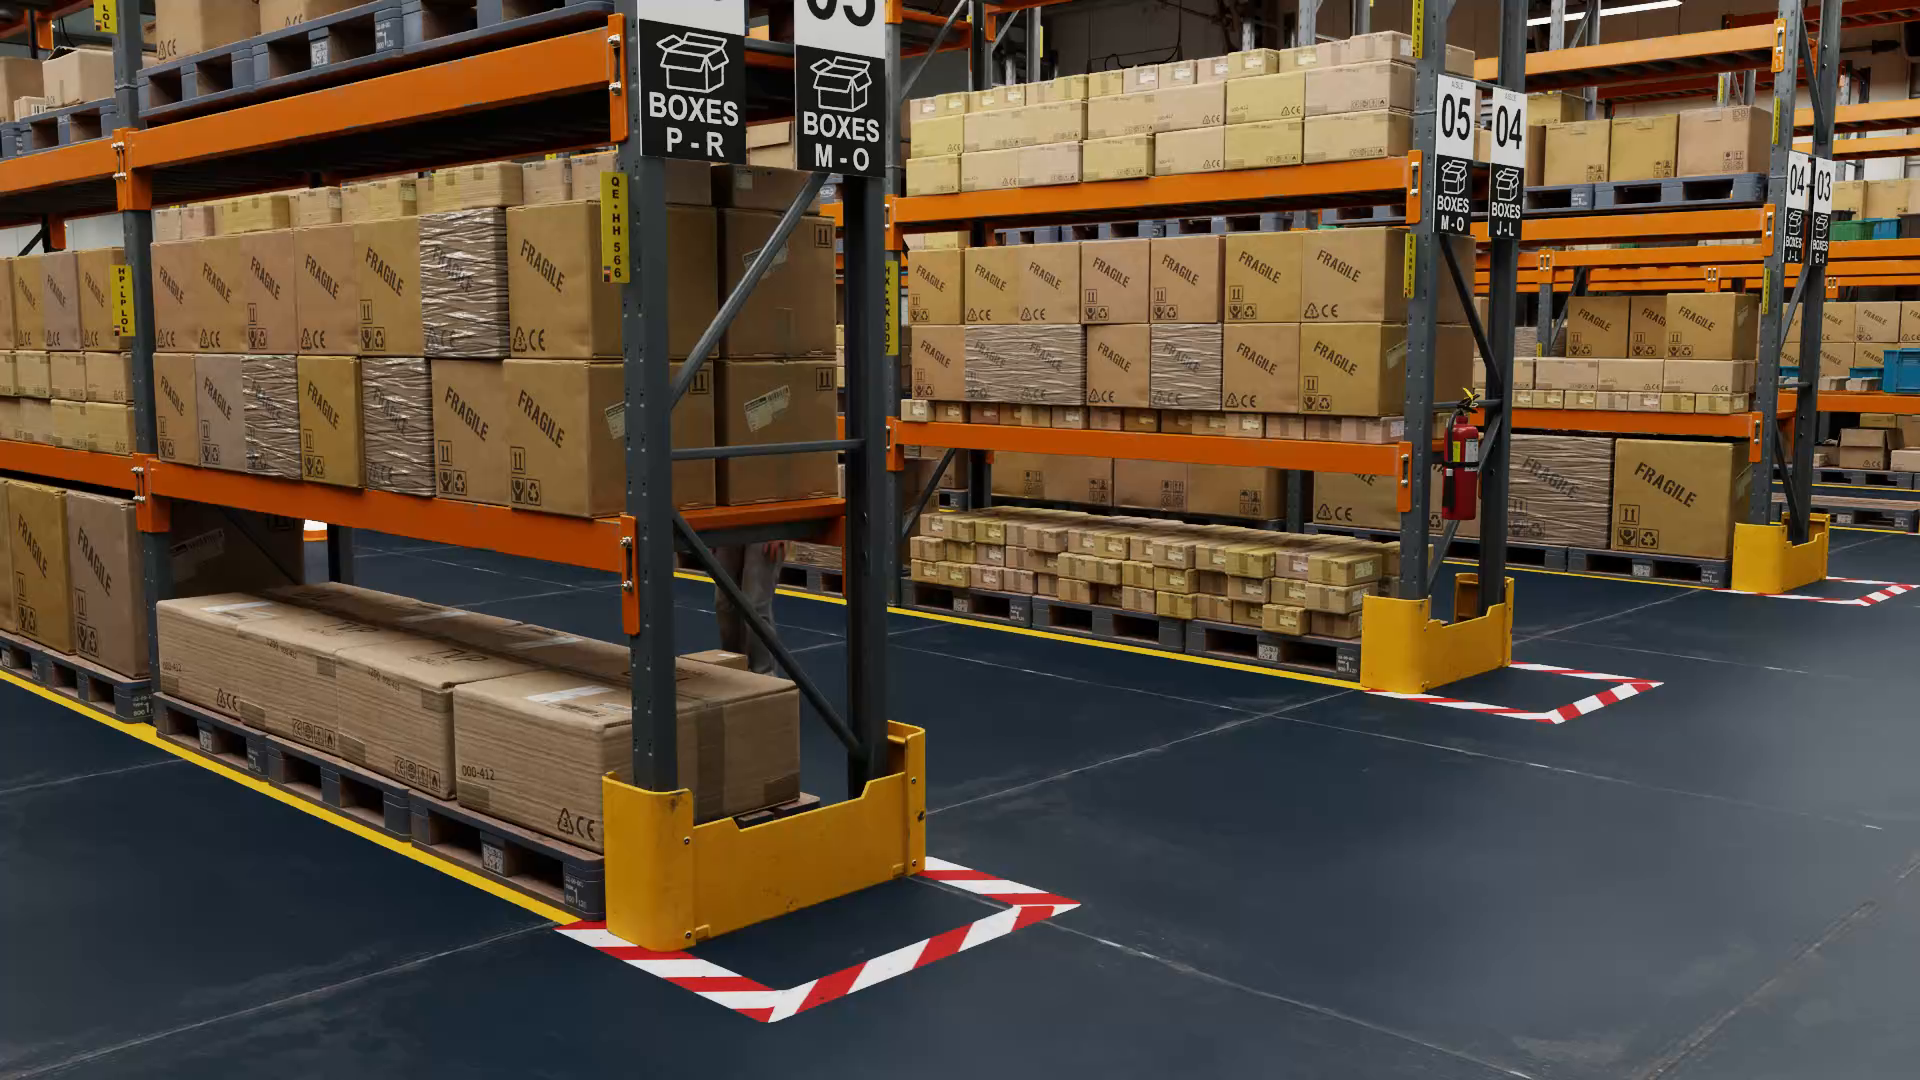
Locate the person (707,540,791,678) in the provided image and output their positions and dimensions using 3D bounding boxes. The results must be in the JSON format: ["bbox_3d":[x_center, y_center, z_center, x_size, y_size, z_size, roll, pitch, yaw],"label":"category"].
[{"bbox_3d":[-1.090,-0.061,8.636,0.591,1.773,0.464,6,9,41],"label":"person"}]
